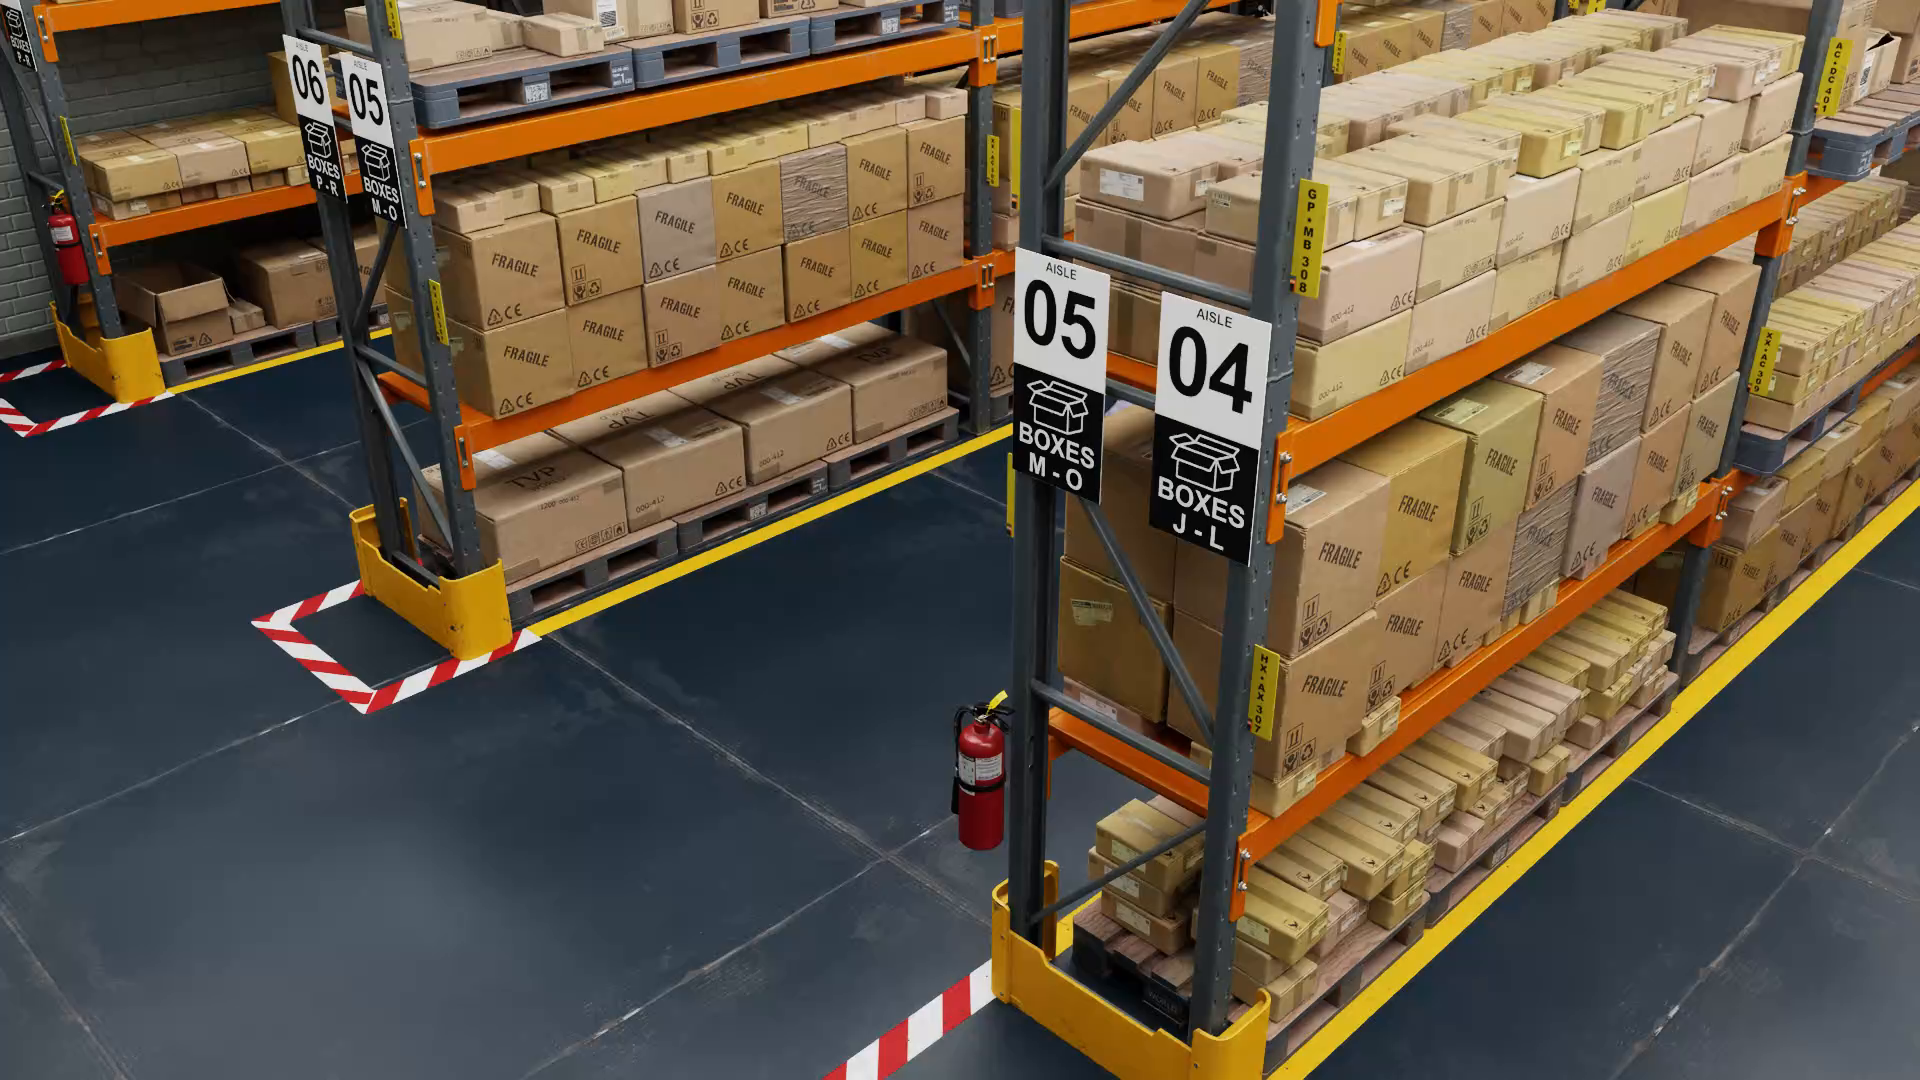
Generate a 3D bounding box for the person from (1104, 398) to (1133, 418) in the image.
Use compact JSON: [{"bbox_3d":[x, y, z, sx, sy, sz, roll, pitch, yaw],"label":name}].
[{"bbox_3d":[1.068,-0.461,9.812,0.449,1.369,0.783,24,36,37],"label":"person"}]
